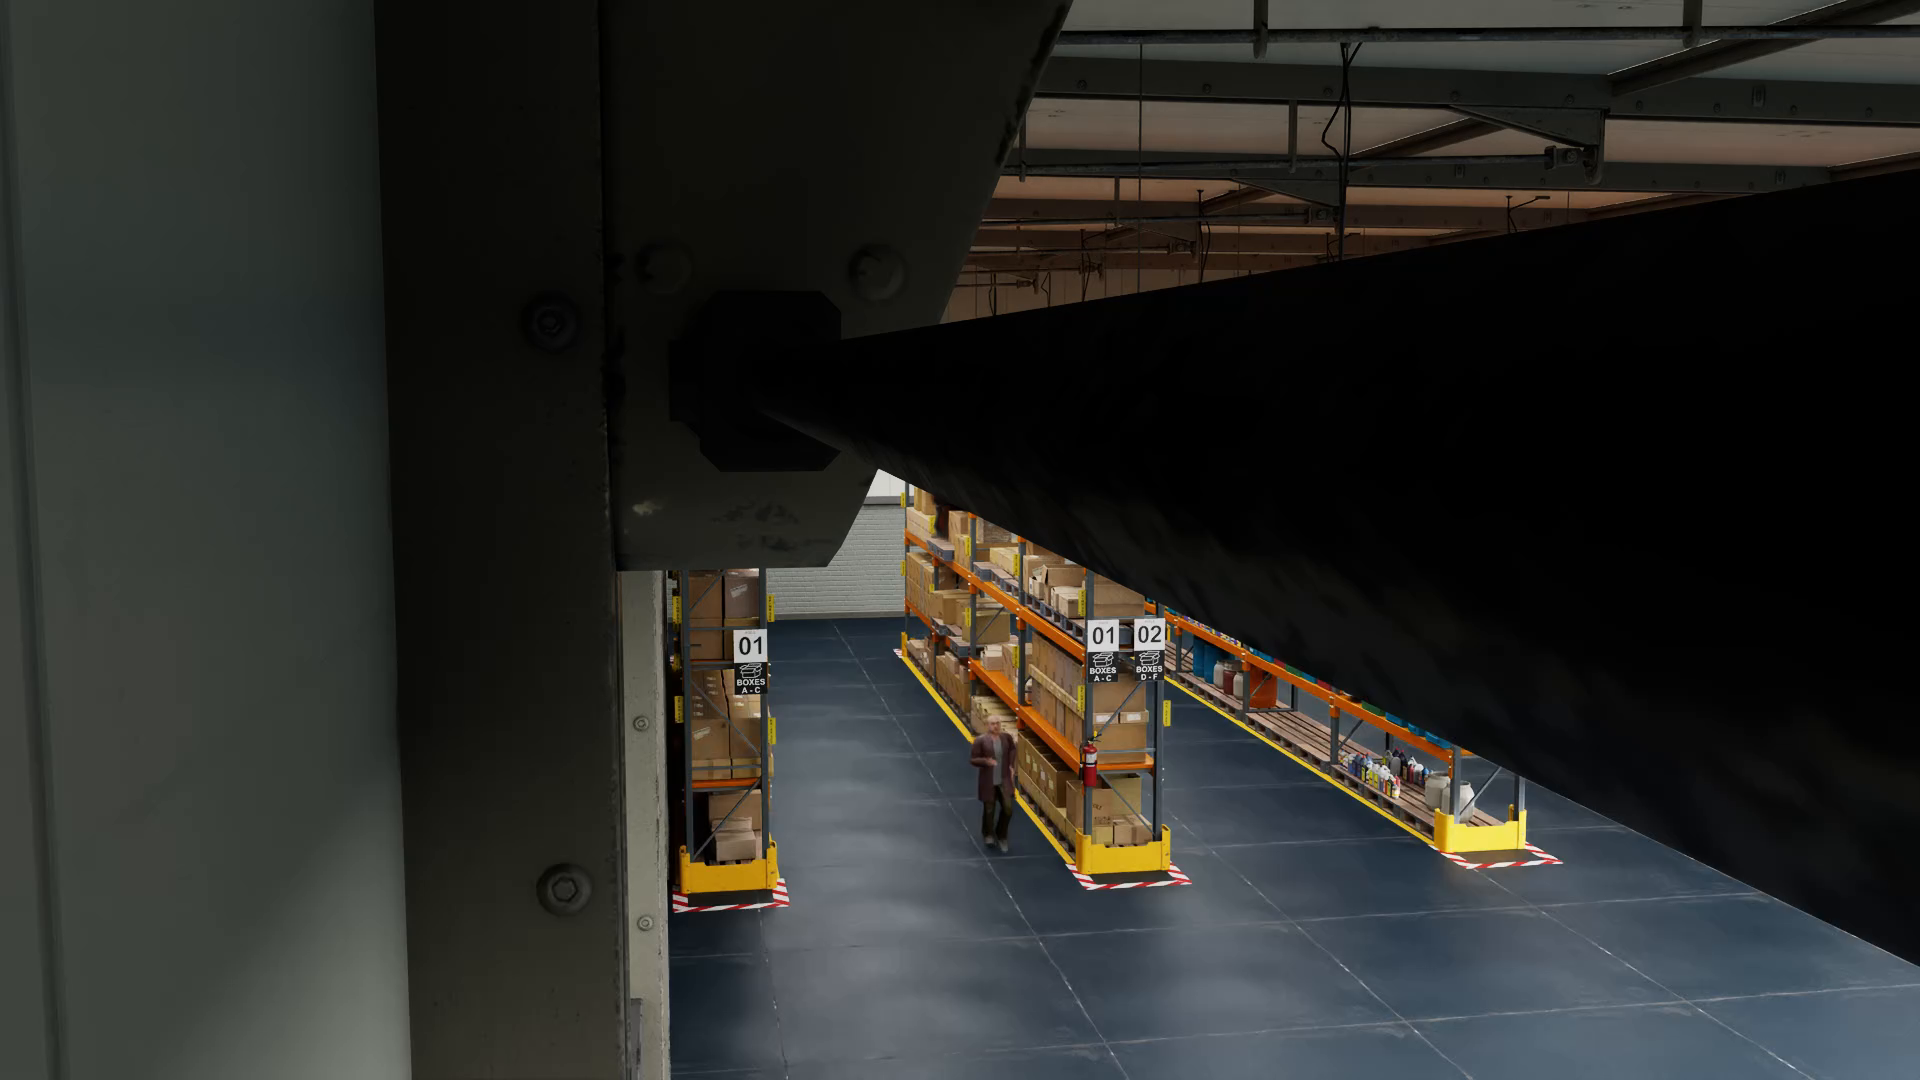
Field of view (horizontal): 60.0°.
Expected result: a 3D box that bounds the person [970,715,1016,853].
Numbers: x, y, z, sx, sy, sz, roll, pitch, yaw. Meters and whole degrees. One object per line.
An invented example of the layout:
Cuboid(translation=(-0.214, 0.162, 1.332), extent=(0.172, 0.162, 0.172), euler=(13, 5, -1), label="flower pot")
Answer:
Cuboid(translation=(0.467, 3.201, 21.788), extent=(0.685, 1.822, 0.757), euler=(-1, 6, -13), label="person")
